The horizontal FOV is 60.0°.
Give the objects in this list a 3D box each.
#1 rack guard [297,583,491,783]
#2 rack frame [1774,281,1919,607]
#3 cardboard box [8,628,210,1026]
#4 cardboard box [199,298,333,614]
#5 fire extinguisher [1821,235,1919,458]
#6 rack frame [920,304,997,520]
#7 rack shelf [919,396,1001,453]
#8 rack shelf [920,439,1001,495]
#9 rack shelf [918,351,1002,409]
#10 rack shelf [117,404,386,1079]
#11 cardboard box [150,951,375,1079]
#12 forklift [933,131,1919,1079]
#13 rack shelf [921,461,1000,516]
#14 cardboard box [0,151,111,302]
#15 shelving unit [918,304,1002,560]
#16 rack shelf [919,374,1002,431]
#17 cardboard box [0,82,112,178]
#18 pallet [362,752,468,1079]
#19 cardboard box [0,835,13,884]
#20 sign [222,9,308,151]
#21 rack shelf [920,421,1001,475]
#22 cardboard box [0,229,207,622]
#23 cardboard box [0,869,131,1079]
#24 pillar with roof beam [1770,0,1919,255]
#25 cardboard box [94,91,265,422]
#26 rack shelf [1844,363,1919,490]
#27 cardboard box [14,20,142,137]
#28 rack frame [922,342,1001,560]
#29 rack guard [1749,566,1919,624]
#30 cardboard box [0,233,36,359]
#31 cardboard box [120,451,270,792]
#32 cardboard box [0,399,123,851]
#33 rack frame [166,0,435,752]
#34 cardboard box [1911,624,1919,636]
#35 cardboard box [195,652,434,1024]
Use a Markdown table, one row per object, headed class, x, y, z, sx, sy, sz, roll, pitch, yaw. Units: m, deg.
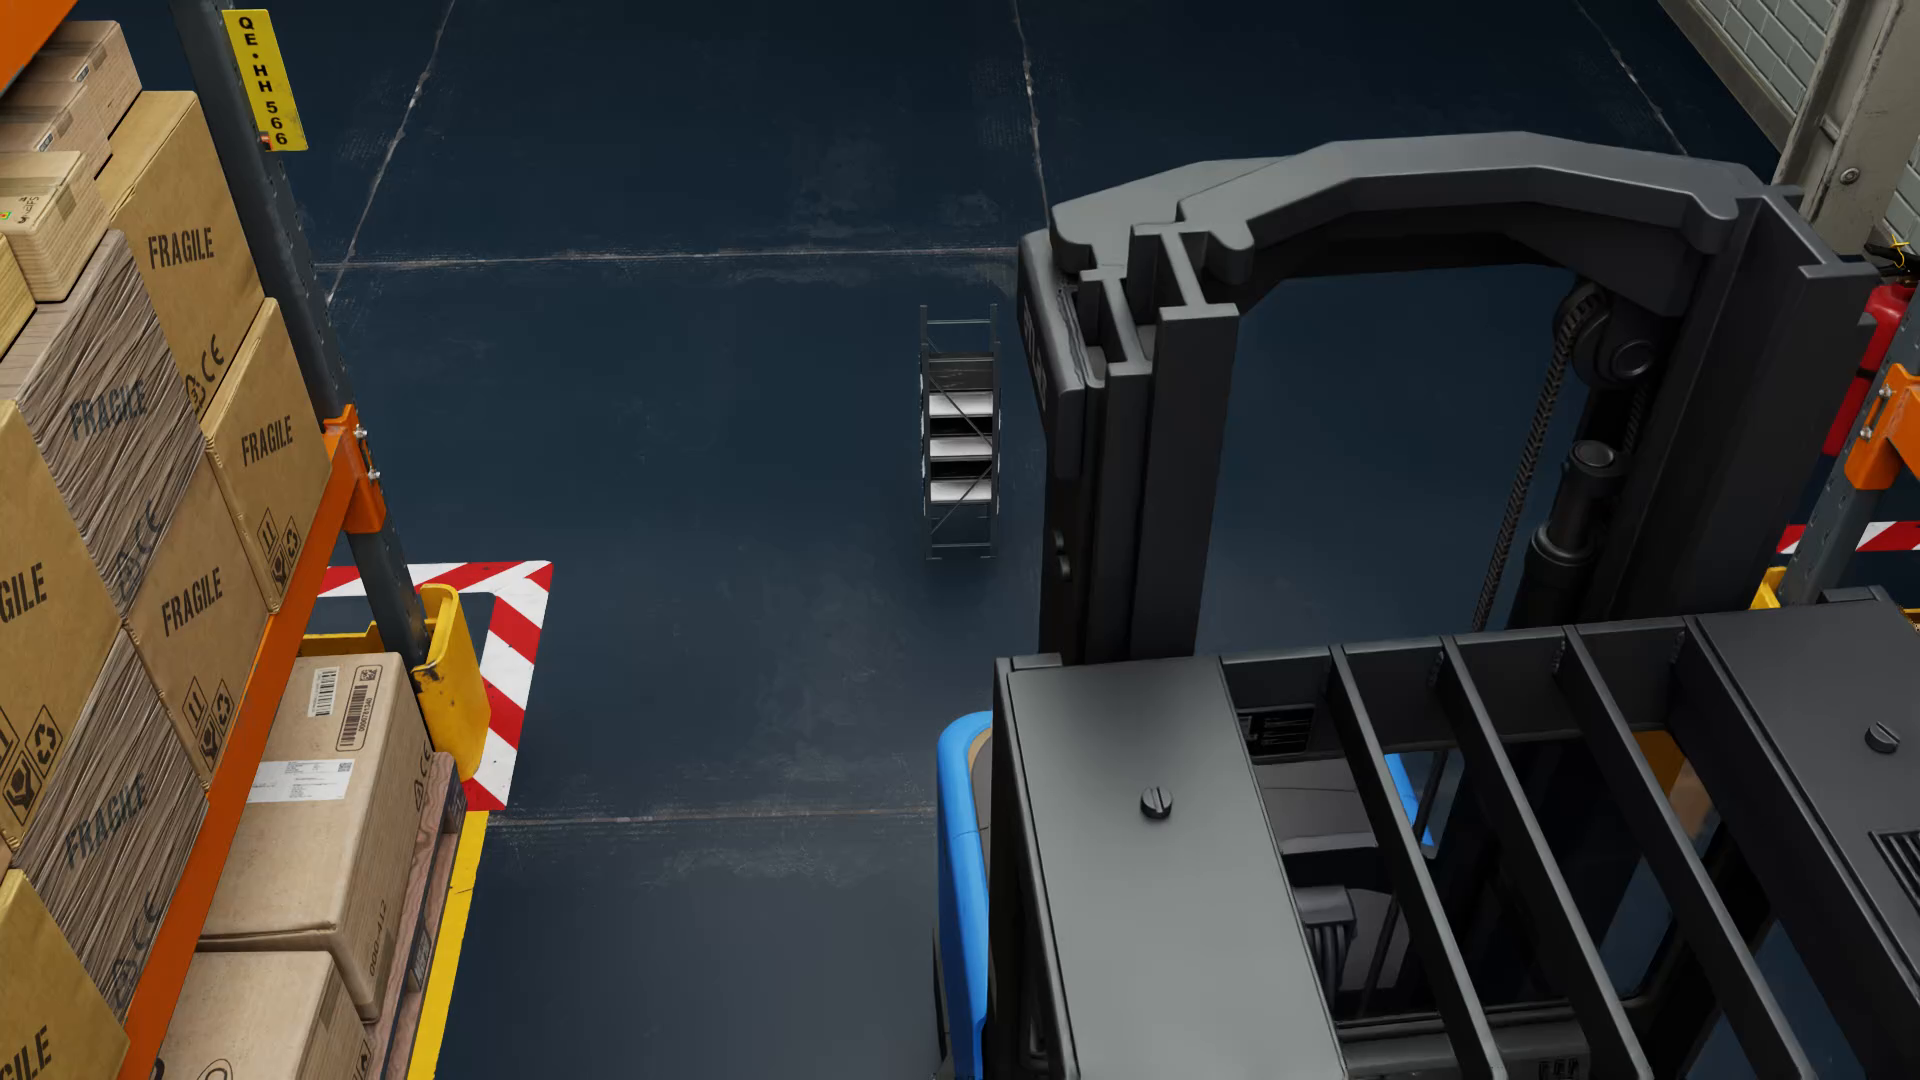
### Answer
| class | x | y | z | sx | sy | sz | roll | pitch | yaw |
| --- | --- | --- | --- | --- | --- | --- | --- | --- | --- |
| rack guard | -2.036 | 0.443 | 4.896 | 1.175 | 0.500 | 0.348 | -2 | 43 | -2 |
| rack frame | 2.924 | -0.607 | 4.192 | 1.000 | 3.000 | 0.127 | -2 | 43 | -2 |
| cardboard box | -1.712 | 0.506 | 2.905 | 0.500 | 0.500 | 0.500 | -1 | 43 | -1 |
| cardboard box | -1.750 | -0.181 | 3.653 | 0.500 | 0.500 | 0.500 | -1 | 43 | -2 |
| fire extinguisher | 2.456 | -0.527 | 4.438 | 0.296 | 0.674 | 0.183 | -2 | 43 | -2 |
| rack frame | -0.005 | -0.406 | 5.527 | 0.240 | 0.900 | 0.006 | -2 | 43 | -2 |
| rack shelf | 0.000 | -0.379 | 5.414 | 0.258 | 0.077 | 0.200 | -2 | 43 | -2 |
| rack shelf | 0.000 | -0.246 | 5.535 | 0.258 | 0.077 | 0.200 | -2 | 43 | -2 |
| rack shelf | 0.000 | -0.512 | 5.292 | 0.258 | 0.077 | 0.200 | -2 | 43 | -2 |
| rack shelf | -1.950 | 1.154 | 2.804 | 1.077 | 0.370 | 4.000 | -2 | 43 | -2 |
| cardboard box | -1.860 | 1.388 | 3.601 | 0.875 | 0.438 | 0.875 | -1 | 43 | -1 |
| forklift | 0.611 | 1.057 | 2.428 | 1.130 | 2.935 | 3.031 | -4 | 43 | -5 |
| rack shelf | 0.000 | -0.180 | 5.596 | 0.258 | 0.077 | 0.200 | -2 | 43 | -2 |
| cardboard box | -1.690 | -0.527 | 2.811 | 0.380 | 0.149 | 0.250 | -2 | 43 | -2 |
| shelving unit | 0.000 | -0.337 | 5.452 | 0.258 | 0.900 | 0.210 | -2 | 43 | -2 |
| rack shelf | 0.000 | -0.445 | 5.353 | 0.258 | 0.077 | 0.200 | -2 | 43 | -2 |
| cardboard box | -1.785 | -0.699 | 2.999 | 0.380 | 0.149 | 0.250 | -1 | 43 | -1 |
| pallet | -1.923 | 1.104 | 4.390 | 1.003 | 0.211 | 1.213 | -2 | 43 | -2 |
| cardboard box | -1.688 | 0.477 | 2.196 | 0.500 | 0.500 | 0.500 | -2 | 43 | -2 |
| sign | -1.492 | -0.982 | 3.569 | 0.100 | 0.325 | 0.005 | -2 | 43 | -2 |
| rack shelf | 0.000 | -0.313 | 5.474 | 0.258 | 0.077 | 0.200 | -2 | 43 | -2 |
| cardboard box | -1.725 | -0.197 | 2.931 | 0.500 | 0.500 | 0.500 | -2 | 43 | -2 |
| cardboard box | -1.677 | 0.854 | 2.525 | 0.500 | 0.500 | 0.500 | 0 | 43 | -1 |
| pillar with roof beam | -0.591 | -4.541 | 4.044 | 9.100 | 9.000 | 0.400 | -2 | 43 | -2 |
| cardboard box | -1.777 | -0.549 | 3.315 | 0.500 | 0.500 | 0.500 | 0 | 43 | 0 |
| rack shelf | 3.009 | 1.009 | 2.962 | 1.077 | 0.370 | 4.000 | -2 | 43 | -2 |
| cardboard box | -1.820 | -0.870 | 3.185 | 0.380 | 0.149 | 0.250 | -1 | 43 | -1 |
| rack frame | 0.004 | -0.269 | 5.377 | 0.240 | 0.900 | 0.006 | -2 | 43 | -2 |
| rack guard | 2.927 | 0.366 | 4.981 | 1.175 | 0.500 | 0.348 | -2 | 43 | -2 |
| cardboard box | -1.720 | -0.356 | 2.625 | 0.380 | 0.149 | 0.250 | -1 | 43 | -1 |
| cardboard box | -1.744 | 0.159 | 3.283 | 0.500 | 0.500 | 0.500 | -2 | 43 | -3 |
| cardboard box | -1.708 | 0.137 | 2.566 | 0.500 | 0.500 | 0.500 | -2 | 43 | -2 |
| rack frame | -2.035 | -0.462 | 4.034 | 1.000 | 3.000 | 0.127 | -2 | 43 | -2 |
| cardboard box | 2.855 | 0.574 | 4.440 | 0.797 | 0.503 | 0.637 | -3 | 43 | -3 |
| cardboard box | -1.907 | 0.771 | 4.275 | 0.875 | 0.438 | 0.875 | -3 | 43 | -3 |
